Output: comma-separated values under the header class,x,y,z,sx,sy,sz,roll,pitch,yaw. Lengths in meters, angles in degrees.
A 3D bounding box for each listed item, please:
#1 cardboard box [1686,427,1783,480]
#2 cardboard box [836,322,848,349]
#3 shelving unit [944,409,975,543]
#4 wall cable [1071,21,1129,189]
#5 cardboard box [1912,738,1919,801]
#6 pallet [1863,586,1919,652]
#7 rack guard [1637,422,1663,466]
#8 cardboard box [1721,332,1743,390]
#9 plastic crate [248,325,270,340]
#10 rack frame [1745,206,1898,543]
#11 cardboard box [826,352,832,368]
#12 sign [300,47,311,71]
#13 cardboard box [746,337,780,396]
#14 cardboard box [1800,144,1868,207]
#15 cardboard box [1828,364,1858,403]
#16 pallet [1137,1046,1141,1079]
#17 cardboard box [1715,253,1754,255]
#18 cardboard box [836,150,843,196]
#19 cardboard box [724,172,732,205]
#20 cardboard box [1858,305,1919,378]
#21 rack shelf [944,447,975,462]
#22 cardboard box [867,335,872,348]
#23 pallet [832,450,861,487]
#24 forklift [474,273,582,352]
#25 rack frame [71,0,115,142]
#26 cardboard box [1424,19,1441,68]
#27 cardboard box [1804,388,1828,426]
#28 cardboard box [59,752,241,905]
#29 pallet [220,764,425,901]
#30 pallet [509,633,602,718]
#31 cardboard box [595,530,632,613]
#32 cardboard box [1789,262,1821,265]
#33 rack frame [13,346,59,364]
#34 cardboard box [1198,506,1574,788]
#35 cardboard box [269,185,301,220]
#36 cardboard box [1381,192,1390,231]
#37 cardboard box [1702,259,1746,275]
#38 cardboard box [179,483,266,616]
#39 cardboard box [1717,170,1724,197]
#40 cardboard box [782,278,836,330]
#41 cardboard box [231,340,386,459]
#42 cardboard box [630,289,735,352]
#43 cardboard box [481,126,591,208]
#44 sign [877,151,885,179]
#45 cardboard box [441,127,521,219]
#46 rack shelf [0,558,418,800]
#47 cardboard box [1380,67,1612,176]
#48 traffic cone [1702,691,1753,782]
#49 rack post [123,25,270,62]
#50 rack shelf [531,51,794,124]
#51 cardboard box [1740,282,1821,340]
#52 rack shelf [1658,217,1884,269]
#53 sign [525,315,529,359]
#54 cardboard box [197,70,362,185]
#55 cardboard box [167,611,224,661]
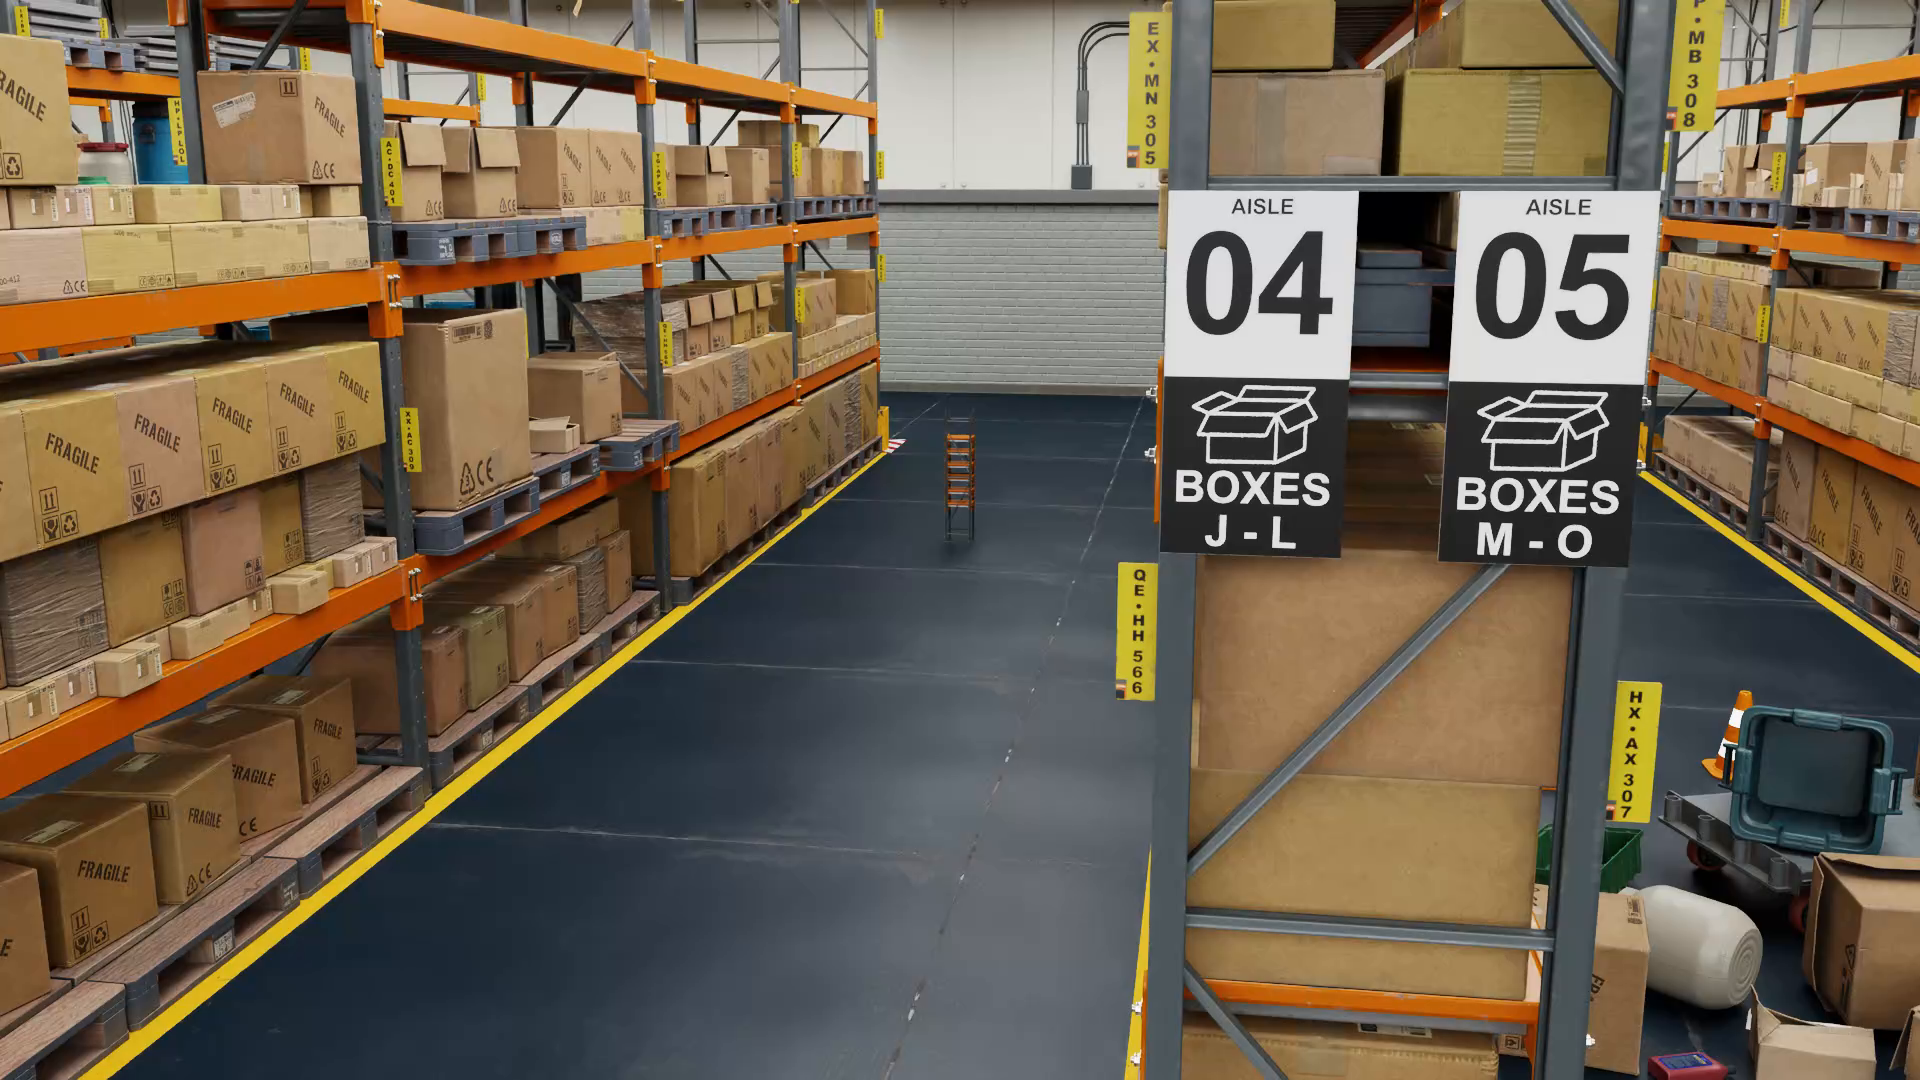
class,x,y,z,sx,sy,sz,roll,pitch,yaw
cardboard box,8.178,-0.898,17.381,0.875,0.438,0.875,2,12,10
cardboard box,-1.524,-2.240,18.174,0.500,0.250,0.500,2,12,9
shelving unit,-0.002,-0.584,15.110,0.258,1.200,0.189,2,12,9
wall cable,2.797,-8.168,24.156,2.277,5.999,0.120,2,12,9
cardboard box,4.704,1.022,7.524,0.500,0.500,0.500,2,12,9
pallet,7.279,0.590,12.010,1.003,0.211,1.213,2,12,9
rack guard,8.317,-1.060,18.980,1.175,0.500,0.348,2,12,9
cardboard box,7.591,-1.705,15.803,0.500,0.500,0.500,2,12,7
plastic crate,-7.253,-2.055,17.562,0.392,0.384,0.575,2,12,9
rack frame,7.698,-1.444,14.829,1.000,3.000,0.127,2,12,9
cardboard box,-1.562,-1.910,17.591,0.380,0.149,0.250,2,12,8
sign,-6.445,-4.738,16.369,0.100,0.325,0.005,2,12,9
cardboard box,-1.979,-1.605,15.339,0.500,0.500,0.500,2,12,10
cardboard box,7.276,-2.990,13.651,0.500,0.500,0.500,2,12,8
cardboard box,7.120,-1.213,12.930,0.500,0.250,0.500,2,12,7
pallet,1.182,1.856,6.138,1.003,0.211,1.213,2,12,9
cardboard box,8.456,-3.050,18.132,0.380,0.149,0.250,2,12,9
cardboard box,-1.711,-4.144,18.766,0.700,0.500,0.500,1,12,7
cardboard box,-2.352,-3.167,14.922,0.500,0.311,0.500,1,12,7
cardboard box,7.058,-1.475,12.364,0.500,0.500,0.500,2,12,9
rack shelf,-0.002,-0.775,15.068,0.258,0.103,0.180,2,12,9
cardboard box,-1.246,-2.336,19.565,0.380,0.149,0.250,2,12,9
pallet,-1.714,-0.812,18.518,1.003,0.211,1.213,2,12,9
forklift,-4.475,-1.850,16.876,1.130,2.935,3.031,2,12,10
rack frame,-11.267,-5.852,21.044,1.000,3.000,0.127,2,12,9
cardboard box,1.390,-1.237,4.220,0.380,0.149,0.250,2,12,8
cardboard box,7.197,-1.073,13.467,0.500,0.250,0.500,2,12,8
cardboard box,-3.524,1.250,7.265,0.500,0.500,0.500,1,12,4
pallet,-3.393,1.405,8.232,1.003,0.211,1.213,2,12,9
pallet,-3.021,0.847,10.820,1.003,0.211,1.213,2,12,9
cardboard box,-2.792,0.215,12.022,0.700,0.500,0.500,1,12,6
cardboard box,8.150,-2.623,16.152,0.380,0.149,0.250,2,12,8
rack frame,-7.603,-1.093,13.200,1.000,3.000,0.127,2,12,9
cardboard box,1.041,0.238,4.108,0.875,0.550,0.550,2,12,9
cardboard box,-3.173,-1.503,7.393,0.380,0.149,0.250,1,12,6
cardboard box,1.548,-1.060,5.289,0.380,0.149,0.250,2,12,9
cardboard box,7.705,-2.745,16.716,0.380,0.149,0.250,2,12,7
cardboard box,-3.544,0.008,7.149,0.875,0.500,0.500,2,12,9
cardboard box,8.034,-3.643,16.893,0.500,0.311,0.500,2,12,10
cardboard box,-1.609,-2.506,17.627,0.500,0.500,0.500,1,12,7
cardboard box,-3.122,-0.680,7.969,0.500,0.500,0.500,2,12,9
cardboard box,-2.381,-1.899,14.321,0.797,0.503,0.637,2,12,10
cardboard box,-2.695,-2.375,10.605,0.500,0.500,0.500,2,12,10
sign,-0.945,-4.438,19.687,0.100,0.325,0.005,2,12,9
cardboard box,-3.010,-2.112,9.570,0.797,0.503,0.637,2,12,11
rack shelf,-3.632,0.668,6.736,1.077,0.370,4.000,2,12,9
cardboard box,1.274,-0.970,3.926,0.500,0.250,0.500,2,12,9
traffic cone,4.332,1.065,9.208,0.336,0.463,0.334,2,12,9
rack post,-7.148,-4.647,15.631,0.937,0.300,0.954,2,12,8
rack shelf,-2.401,-3.734,13.873,1.077,0.370,4.000,2,12,9
cardboard box,7.498,-2.089,15.211,0.500,0.500,0.500,2,12,8
rack shelf,8.006,-2.975,16.521,1.077,0.370,4.000,2,12,9
sign,-3.258,-1.516,12.414,0.100,0.325,0.005,2,12,9
cardboard box,-3.142,-1.903,7.708,0.500,0.500,0.500,2,12,7
cardboard box,-3.312,0.389,6.920,0.380,0.149,0.250,2,12,9
